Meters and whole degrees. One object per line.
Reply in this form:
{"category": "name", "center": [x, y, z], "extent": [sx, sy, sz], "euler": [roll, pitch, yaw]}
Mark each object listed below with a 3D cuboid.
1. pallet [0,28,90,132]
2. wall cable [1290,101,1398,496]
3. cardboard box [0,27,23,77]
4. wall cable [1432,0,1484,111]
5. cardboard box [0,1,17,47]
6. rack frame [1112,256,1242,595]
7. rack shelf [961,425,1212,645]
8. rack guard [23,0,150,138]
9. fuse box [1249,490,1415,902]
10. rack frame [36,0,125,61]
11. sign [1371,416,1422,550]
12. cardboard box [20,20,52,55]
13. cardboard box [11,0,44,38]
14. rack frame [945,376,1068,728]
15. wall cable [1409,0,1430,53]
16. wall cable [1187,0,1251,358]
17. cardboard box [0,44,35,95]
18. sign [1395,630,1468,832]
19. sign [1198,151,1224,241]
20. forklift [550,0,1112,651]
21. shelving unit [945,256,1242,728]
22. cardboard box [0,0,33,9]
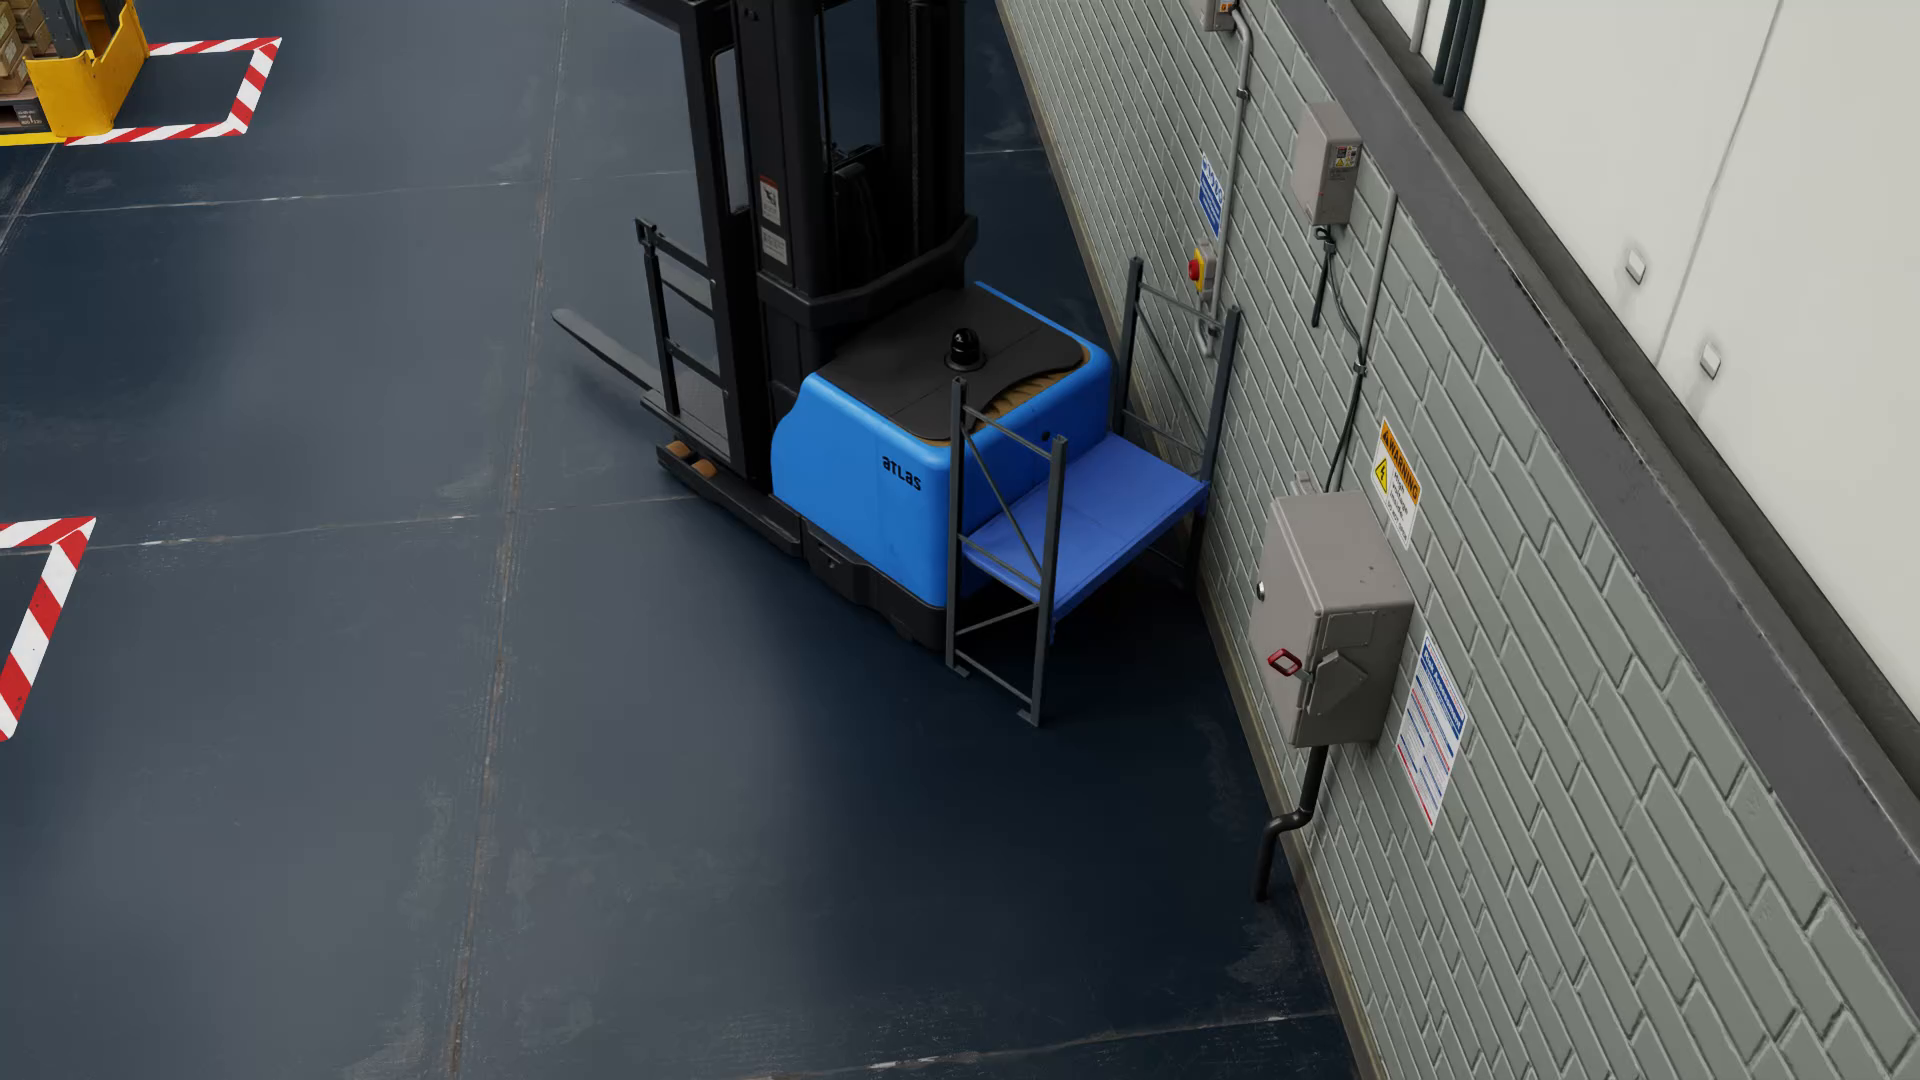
{"category": "pallet", "center": [-6.288, -2.896, 10.514], "extent": [1.213, 0.211, 1.003], "euler": [-5, 42, -6]}
{"category": "wall cable", "center": [1.123, -0.648, 5.181], "extent": [0.122, 1.984, 0.588], "euler": [-5, 42, -6]}
{"category": "cardboard box", "center": [-5.889, -2.958, 10.093], "extent": [0.250, 0.149, 0.380], "euler": [-6, 42, -7]}
{"category": "wall cable", "center": [1.362, -1.276, 2.129], "extent": [0.133, 3.039, 2.988], "euler": [-5, 42, -6]}
{"category": "cardboard box", "center": [-5.895, -3.089, 10.017], "extent": [0.250, 0.149, 0.380], "euler": [-5, 42, -5]}
{"category": "rack frame", "center": [0.832, -0.429, 6.784], "extent": [0.500, 1.500, 0.032], "euler": [33, 52, 28]}
{"category": "rack shelf", "center": [0.488, -0.042, 6.633], "extent": [0.538, 0.185, 1.000], "euler": [33, 52, 28]}
{"category": "rack guard", "center": [-5.478, -3.050, 10.470], "extent": [0.348, 0.500, 1.175], "euler": [-5, 42, -6]}
{"category": "fuse box", "center": [1.055, 0.674, 5.436], "extent": [0.414, 1.711, 0.539], "euler": [-5, 42, -6]}
{"category": "rack frame", "center": [-5.402, -3.985, 9.640], "extent": [0.127, 3.000, 1.000], "euler": [-5, 42, -6]}
{"category": "sign", "center": [1.253, -0.165, 4.788], "extent": [0.001, 0.242, 0.339], "euler": [-5, 42, -6]}
{"category": "cardboard box", "center": [-5.964, -3.250, 10.639], "extent": [0.250, 0.149, 0.380], "euler": [-4, 42, -5]}
{"category": "cardboard box", "center": [-5.955, -3.318, 10.493], "extent": [0.250, 0.149, 0.380], "euler": [-3, 42, -4]}
{"category": "rack frame", "center": [0.152, 0.088, 6.232], "extent": [0.500, 1.500, 0.032], "euler": [33, 52, 28]}
{"category": "wall cable", "center": [1.038, -3.116, 4.196], "extent": [0.029, 3.000, 2.355], "euler": [-5, 42, -6]}
{"category": "wall cable", "center": [0.928, -1.601, 6.214], "extent": [0.123, 1.953, 0.585], "euler": [-5, 42, -6]}
{"category": "cardboard box", "center": [-5.897, -2.898, 10.250], "extent": [0.250, 0.149, 0.380], "euler": [-4, 42, -5]}
{"category": "sign", "center": [1.325, 0.541, 4.692], "extent": [0.001, 0.494, 0.329], "euler": [-5, 42, -6]}
{"category": "sign", "center": [0.982, -1.349, 6.516], "extent": [0.001, 0.218, 0.327], "euler": [-5, 42, -6]}
{"category": "forklift", "center": [-0.767, -1.512, 6.949], "extent": [1.130, 2.935, 3.031], "euler": [-34, 52, -32]}
{"category": "shelving unit", "center": [0.492, -0.171, 6.508], "extent": [0.538, 1.500, 1.048], "euler": [33, 52, 28]}
{"category": "cardboard box", "center": [-5.966, -3.484, 10.454], "extent": [0.250, 0.149, 0.380], "euler": [-7, 42, -7]}
